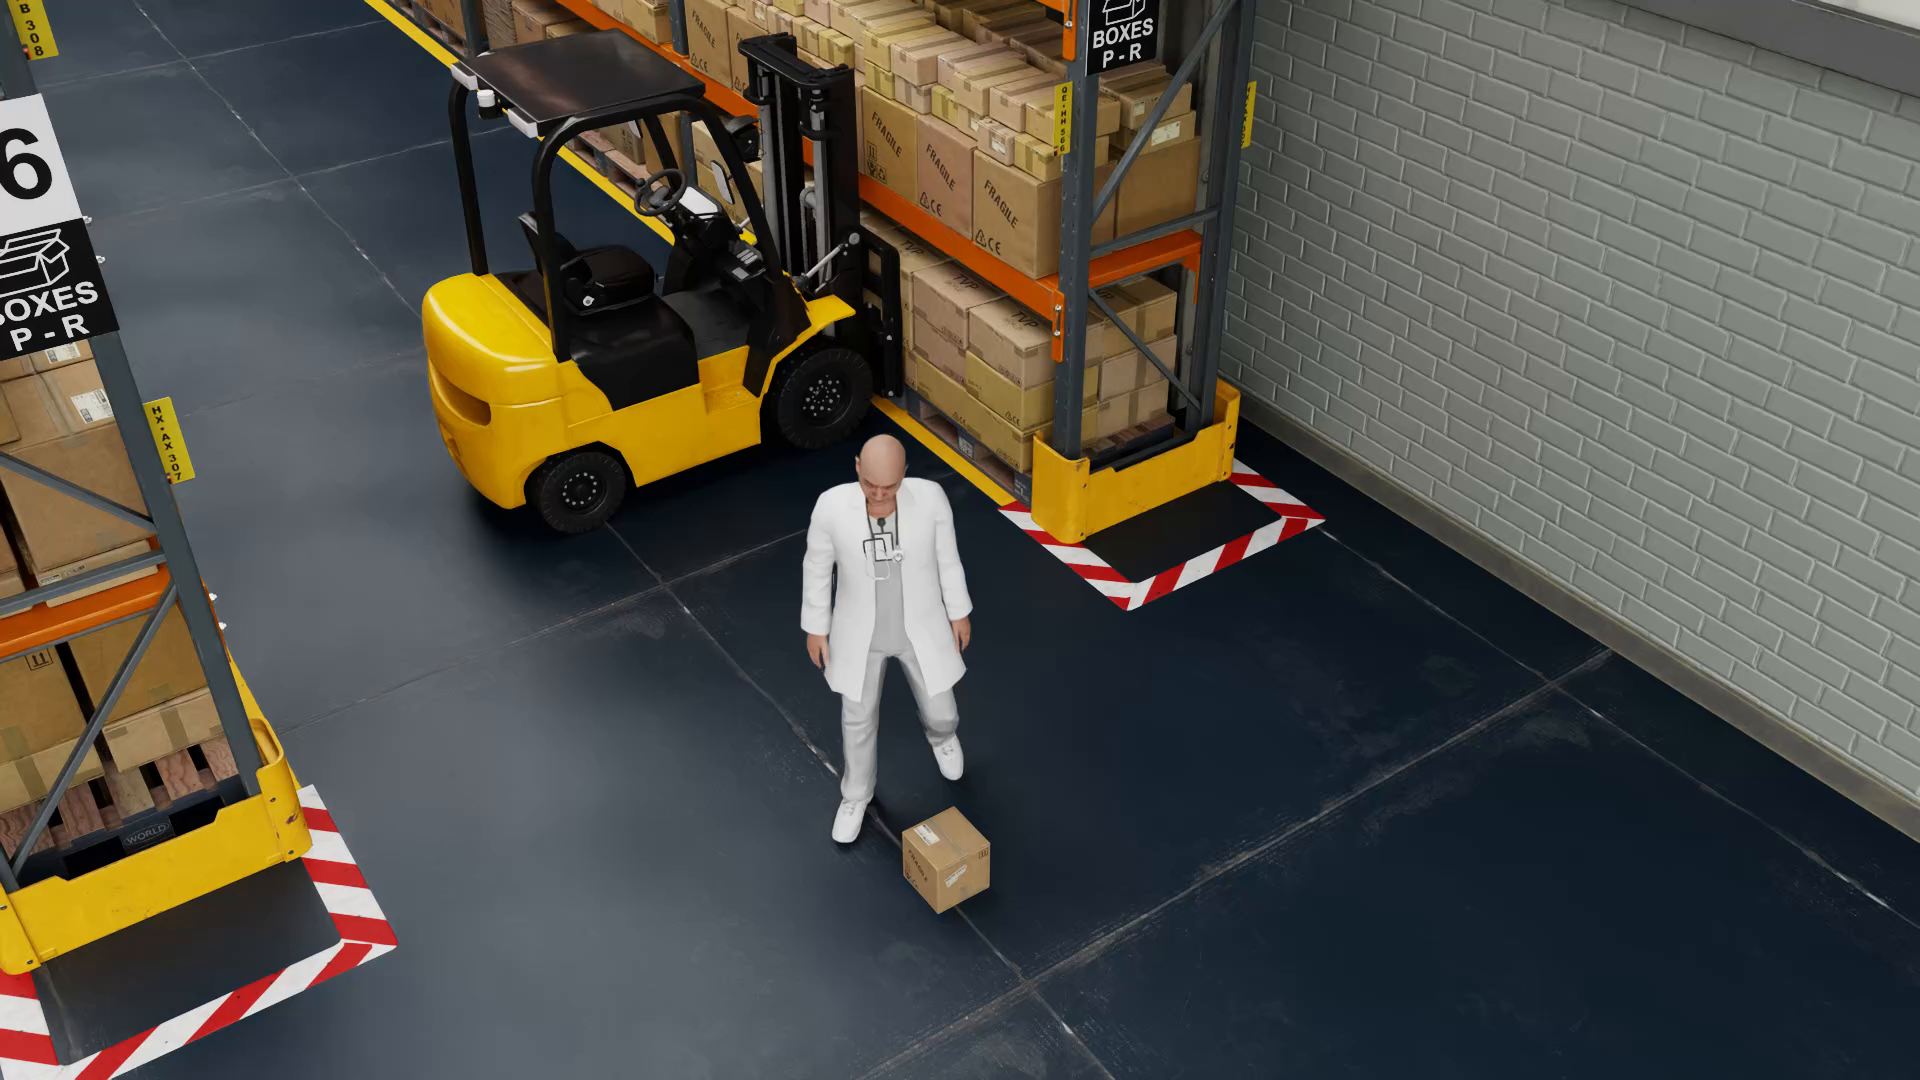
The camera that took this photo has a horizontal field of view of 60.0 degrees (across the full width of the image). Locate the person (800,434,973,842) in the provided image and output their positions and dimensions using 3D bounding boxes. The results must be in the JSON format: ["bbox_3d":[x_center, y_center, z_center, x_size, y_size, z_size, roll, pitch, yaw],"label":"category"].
[{"bbox_3d":[-0.285,0.343,6.509,0.677,1.775,0.632,-2,36,-3],"label":"person"}]
